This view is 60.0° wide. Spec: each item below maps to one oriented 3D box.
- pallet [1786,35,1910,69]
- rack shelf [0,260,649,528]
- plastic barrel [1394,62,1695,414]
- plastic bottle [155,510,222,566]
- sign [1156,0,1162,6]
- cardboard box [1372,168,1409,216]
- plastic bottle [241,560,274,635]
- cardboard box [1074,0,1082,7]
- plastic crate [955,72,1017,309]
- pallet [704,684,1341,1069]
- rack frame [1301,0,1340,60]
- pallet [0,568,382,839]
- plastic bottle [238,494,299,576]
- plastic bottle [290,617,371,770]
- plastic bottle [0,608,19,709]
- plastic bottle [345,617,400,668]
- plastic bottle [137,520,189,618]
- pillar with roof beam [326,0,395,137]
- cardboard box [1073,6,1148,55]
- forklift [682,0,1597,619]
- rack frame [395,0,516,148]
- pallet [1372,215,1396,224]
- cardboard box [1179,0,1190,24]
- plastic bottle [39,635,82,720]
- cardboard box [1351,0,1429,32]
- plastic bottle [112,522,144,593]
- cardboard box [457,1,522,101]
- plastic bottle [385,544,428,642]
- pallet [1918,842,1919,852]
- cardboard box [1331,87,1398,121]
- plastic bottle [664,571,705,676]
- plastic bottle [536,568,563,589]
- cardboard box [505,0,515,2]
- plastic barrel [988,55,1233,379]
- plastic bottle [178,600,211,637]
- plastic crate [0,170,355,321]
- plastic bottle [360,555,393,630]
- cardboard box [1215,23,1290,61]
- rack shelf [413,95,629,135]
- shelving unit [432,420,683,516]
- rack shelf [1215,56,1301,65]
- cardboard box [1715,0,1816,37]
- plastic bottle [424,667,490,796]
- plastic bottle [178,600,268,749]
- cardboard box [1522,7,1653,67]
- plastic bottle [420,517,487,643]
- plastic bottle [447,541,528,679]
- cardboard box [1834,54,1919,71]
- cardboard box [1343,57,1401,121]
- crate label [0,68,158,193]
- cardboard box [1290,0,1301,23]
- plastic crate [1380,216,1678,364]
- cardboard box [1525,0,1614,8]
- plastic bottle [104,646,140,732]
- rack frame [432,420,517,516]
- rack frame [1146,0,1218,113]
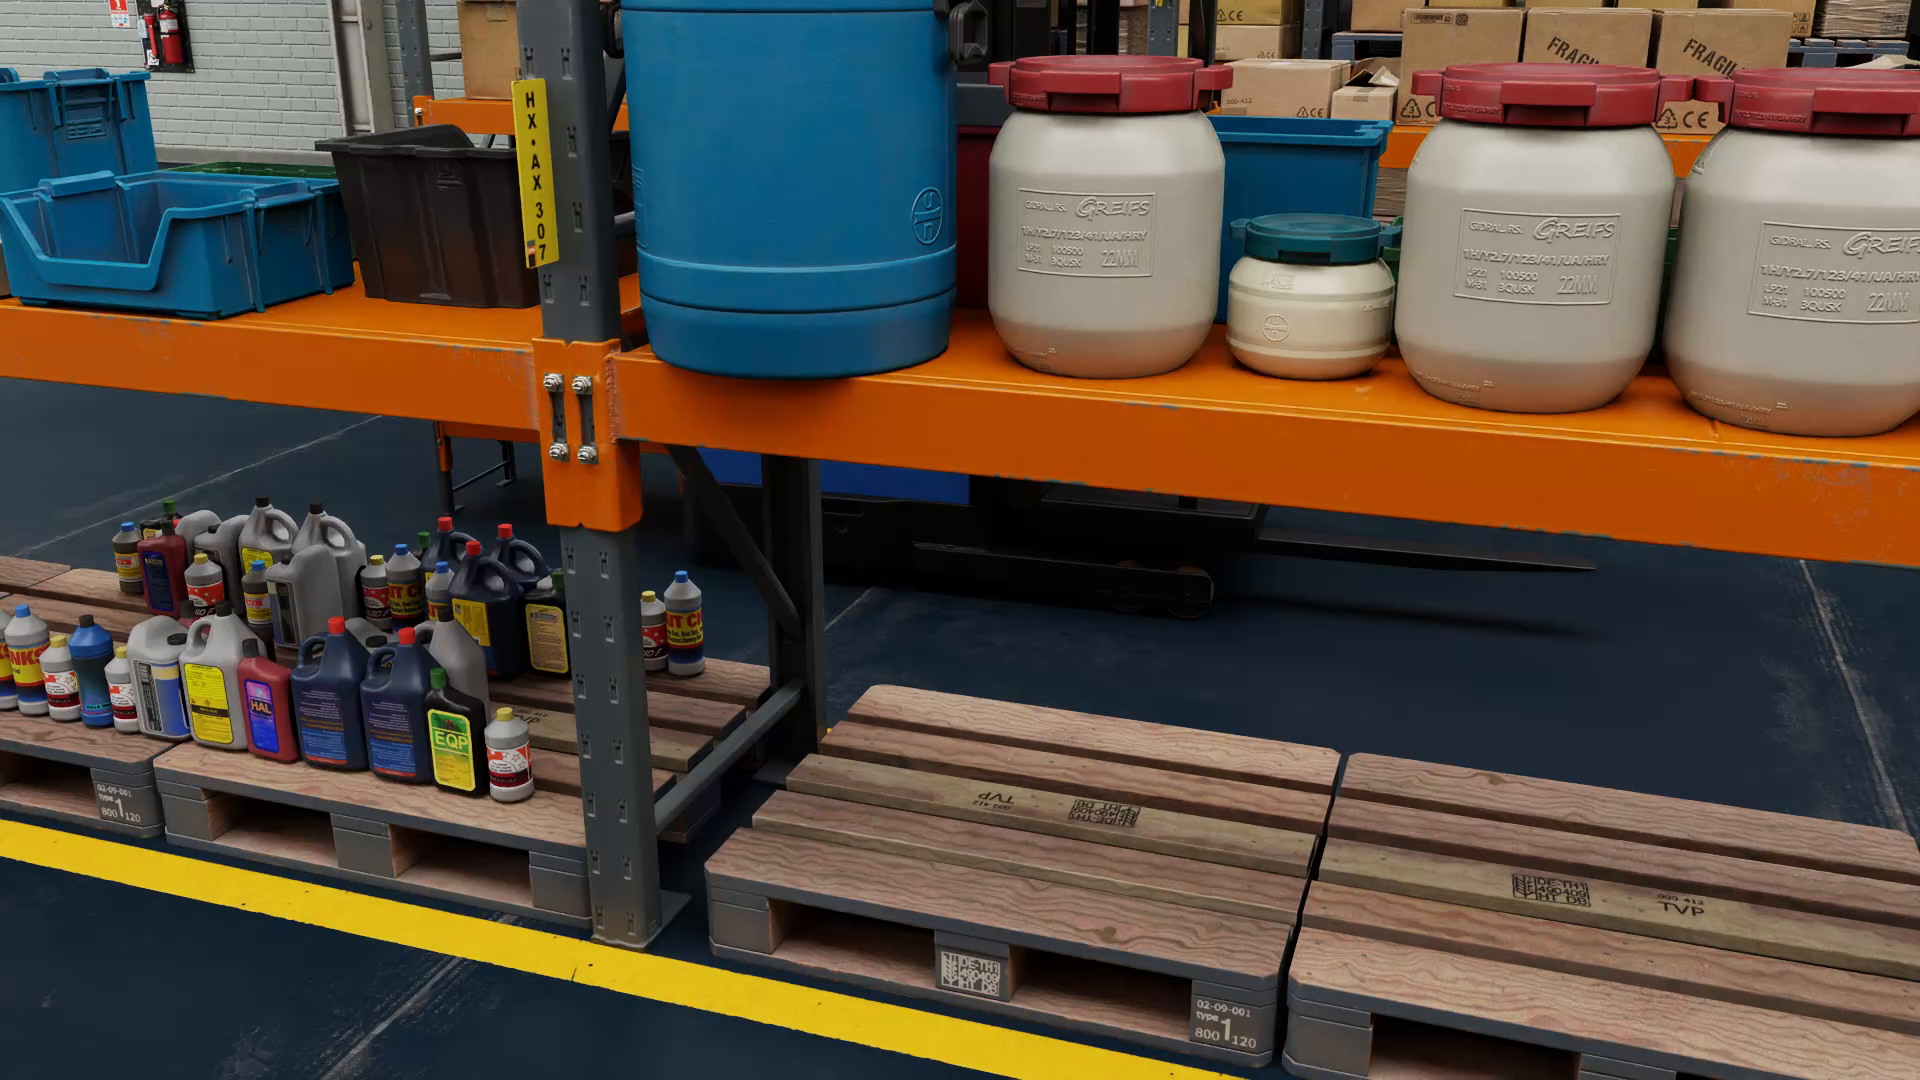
[{"bbox_3d":[5.752,-3.298,11.271,1.003,0.211,1.213,7,20,18],"label":"pallet"},{"bbox_3d":[-2.459,-0.572,4.254,4.000,0.370,1.077,7,20,18],"label":"rack shelf"},{"bbox_3d":[0.955,-0.510,2.774,0.433,0.535,0.433,0,19,0],"label":"plastic barrel"},{"bbox_3d":[-2.241,0.048,4.851,0.135,0.276,0.152,7,20,18],"label":"plastic bottle"},{"bbox_3d":[0.878,-2.509,7.282,0.005,0.325,0.100,7,20,18],"label":"sign"},{"bbox_3d":[3.382,-2.730,12.479,0.500,0.500,0.700,7,20,20],"label":"cardboard box"},{"bbox_3d":[-1.950,0.157,4.651,0.097,0.201,0.097,0,19,0],"label":"plastic bottle"},{"bbox_3d":[0.499,-2.579,7.782,0.250,0.149,0.380,6,20,17],"label":"cardboard box"},{"bbox_3d":[-0.012,-0.769,3.628,0.583,0.464,0.402,7,20,18],"label":"plastic crate"},{"bbox_3d":[0.185,0.693,3.766,1.213,0.211,1.003,7,20,18],"label":"pallet"},{"bbox_3d":[2.681,-3.776,12.353,0.127,3.000,1.000,7,20,18],"label":"rack frame"},{"bbox_3d":[-2.347,0.404,4.597,1.213,0.211,1.003,7,20,18],"label":"pallet"},{"bbox_3d":[-1.952,0.044,4.748,0.185,0.351,0.144,7,21,20],"label":"plastic bottle"},{"bbox_3d":[-1.454,0.346,3.882,0.185,0.351,0.144,5,20,15],"label":"plastic bottle"},{"bbox_3d":[-2.414,0.282,4.186,0.097,0.271,0.097,0,19,0],"label":"plastic bottle"},{"bbox_3d":[-1.429,0.333,4.034,0.135,0.276,0.152,7,20,18],"label":"plastic bottle"},{"bbox_3d":[-2.275,0.078,4.755,0.133,0.283,0.061,7,20,18],"label":"plastic bottle"},{"bbox_3d":[-7.233,-6.544,11.179,0.400,9.000,9.100,7,20,18],"label":"pillar with roof beam"},{"bbox_3d":[0.638,-2.329,8.049,0.500,0.500,0.700,6,20,17],"label":"cardboard box"},{"bbox_3d":[0.605,-1.326,5.429,3.031,2.935,1.130,5,20,15],"label":"forklift"},{"bbox_3d":[-2.719,-2.668,9.173,0.127,3.000,1.000,7,20,18],"label":"rack frame"},{"bbox_3d":[3.417,-2.376,12.572,1.213,0.211,1.003,7,20,18],"label":"pallet"},{"bbox_3d":[1.660,-4.076,12.271,0.500,0.500,0.500,6,20,18],"label":"cardboard box"},{"bbox_3d":[-2.226,0.337,4.136,0.097,0.201,0.097,0,19,0],"label":"plastic bottle"},{"bbox_3d":[3.151,-3.966,12.076,0.500,0.500,0.700,7,20,18],"label":"cardboard box"},{"bbox_3d":[-2.470,0.048,4.966,0.097,0.201,0.097,0,19,0],"label":"plastic bottle"},{"bbox_3d":[-2.283,-2.661,9.000,0.500,0.500,0.700,7,20,18],"label":"cardboard box"},{"bbox_3d":[-1.526,0.144,4.584,0.097,0.271,0.097,0,19,0],"label":"plastic bottle"},{"bbox_3d":[2.489,0.957,3.010,1.213,0.211,1.003,7,20,18],"label":"pallet"},{"bbox_3d":[1.829,-1.958,7.518,0.250,0.149,0.380,7,20,18],"label":"cardboard box"},{"bbox_3d":[-0.727,0.214,4.383,0.097,0.271,0.097,0,19,0],"label":"plastic bottle"},{"bbox_3d":[-1.042,0.185,4.458,0.135,0.276,0.152,7,21,20],"label":"plastic bottle"},{"bbox_3d":[-2.169,-2.884,8.656,0.250,0.149,0.380,6,20,17],"label":"cardboard box"},{"bbox_3d":[0.262,-0.589,3.002,0.433,0.535,0.433,0,19,0],"label":"plastic barrel"},{"bbox_3d":[-1.877,0.291,4.142,0.133,0.283,0.061,7,20,18],"label":"plastic bottle"},{"bbox_3d":[-1.704,-0.661,3.641,0.616,0.251,0.499,7,20,18],"label":"plastic crate"},{"bbox_3d":[-1.634,0.143,4.692,0.097,0.201,0.097,0,19,0],"label":"plastic bottle"},{"bbox_3d":[2.134,-3.672,12.251,0.500,0.250,0.500,7,20,18],"label":"cardboard box"},{"bbox_3d":[-0.830,-2.112,8.671,4.000,0.370,1.077,7,20,18],"label":"rack shelf"},{"bbox_3d":[-1.406,-0.658,6.254,1.048,1.125,0.538,5,20,15],"label":"shelving unit"},{"bbox_3d":[0.792,-3.653,13.091,4.000,0.370,1.077,7,20,18],"label":"rack shelf"},{"bbox_3d":[5.476,-3.699,11.310,0.500,0.500,0.700,5,20,13],"label":"cardboard box"},{"bbox_3d":[-1.133,0.429,3.746,0.133,0.283,0.061,8,21,21],"label":"plastic bottle"},{"bbox_3d":[-1.759,0.311,3.982,0.185,0.351,0.144,6,20,18],"label":"plastic bottle"},{"bbox_3d":[2.750,-2.084,7.346,0.500,0.500,0.500,7,20,18],"label":"cardboard box"},{"bbox_3d":[-1.375,0.110,4.558,0.185,0.351,0.144,6,20,16],"label":"plastic bottle"},{"bbox_3d":[-1.244,0.176,4.371,0.185,0.351,0.144,7,20,18],"label":"plastic bottle"},{"bbox_3d":[4.056,-1.919,7.158,0.500,0.311,0.500,6,20,17],"label":"cardboard box"},{"bbox_3d":[1.950,-2.134,7.847,0.258,0.266,0.396,6,20,17],"label":"cardboard box"},{"bbox_3d":[-2.521,-1.030,4.421,0.616,0.435,0.502,7,20,18],"label":"crate label"},{"bbox_3d":[2.306,-4.185,12.583,0.500,0.500,0.500,6,20,17],"label":"cardboard box"},{"bbox_3d":[1.168,-0.496,3.263,0.662,0.188,0.450,7,20,18],"label":"plastic crate"},{"bbox_3d":[4.309,-3.842,11.720,0.500,0.500,0.700,10,21,26],"label":"cardboard box"},{"bbox_3d":[-2.032,0.359,4.072,0.097,0.201,0.097,0,19,0],"label":"plastic bottle"},{"bbox_3d":[-1.895,-0.704,6.386,0.032,1.125,0.500,5,20,15],"label":"rack frame"},{"bbox_3d":[1.059,-2.236,7.933,0.127,3.000,1.000,7,20,18],"label":"rack frame"}]
